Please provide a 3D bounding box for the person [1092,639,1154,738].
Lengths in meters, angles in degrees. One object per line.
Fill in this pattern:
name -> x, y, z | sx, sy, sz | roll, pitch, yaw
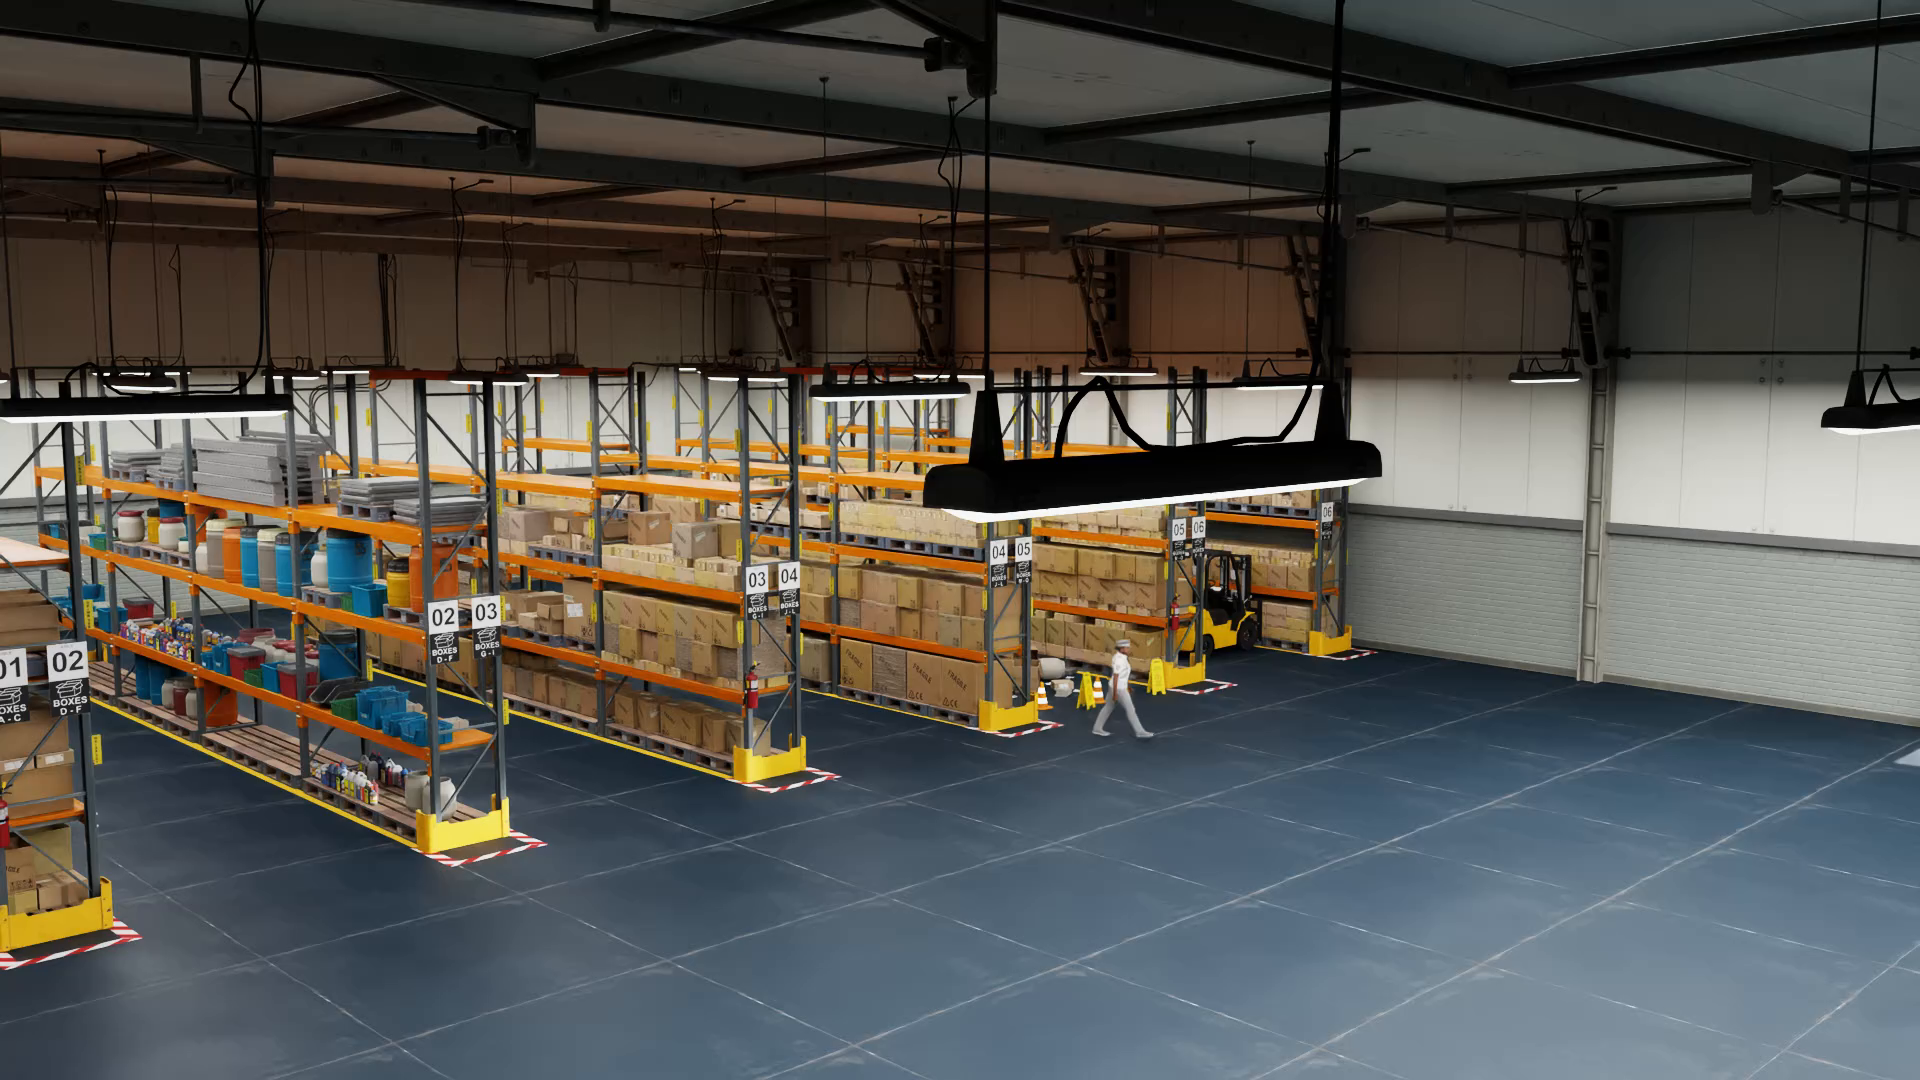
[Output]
person -> 2.674, 2.427, 27.284 | 0.985, 1.616, 0.491 | 0, 6, -3
